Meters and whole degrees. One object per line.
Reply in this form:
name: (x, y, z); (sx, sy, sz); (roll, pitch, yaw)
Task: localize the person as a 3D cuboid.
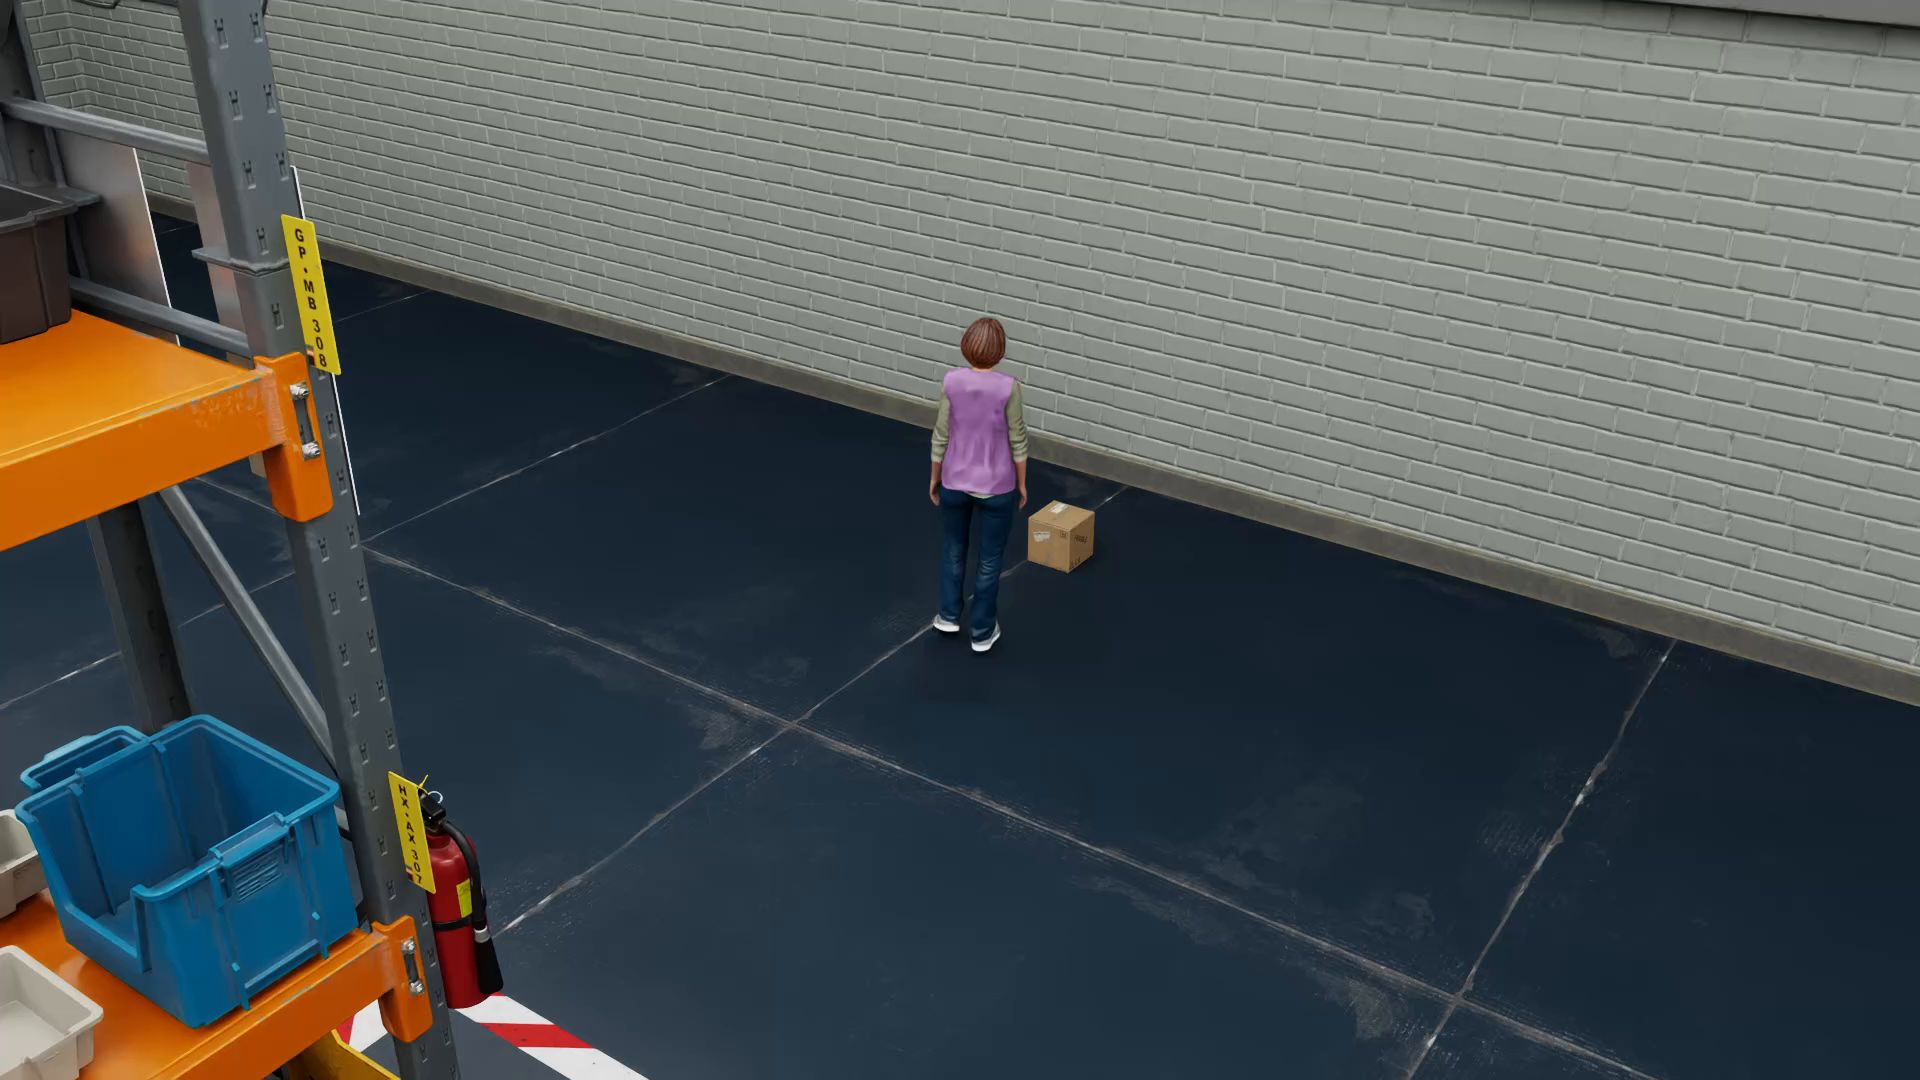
person: (0.068, -0.229, 7.584); (0.477, 1.640, 0.365); (7, 28, 14)
